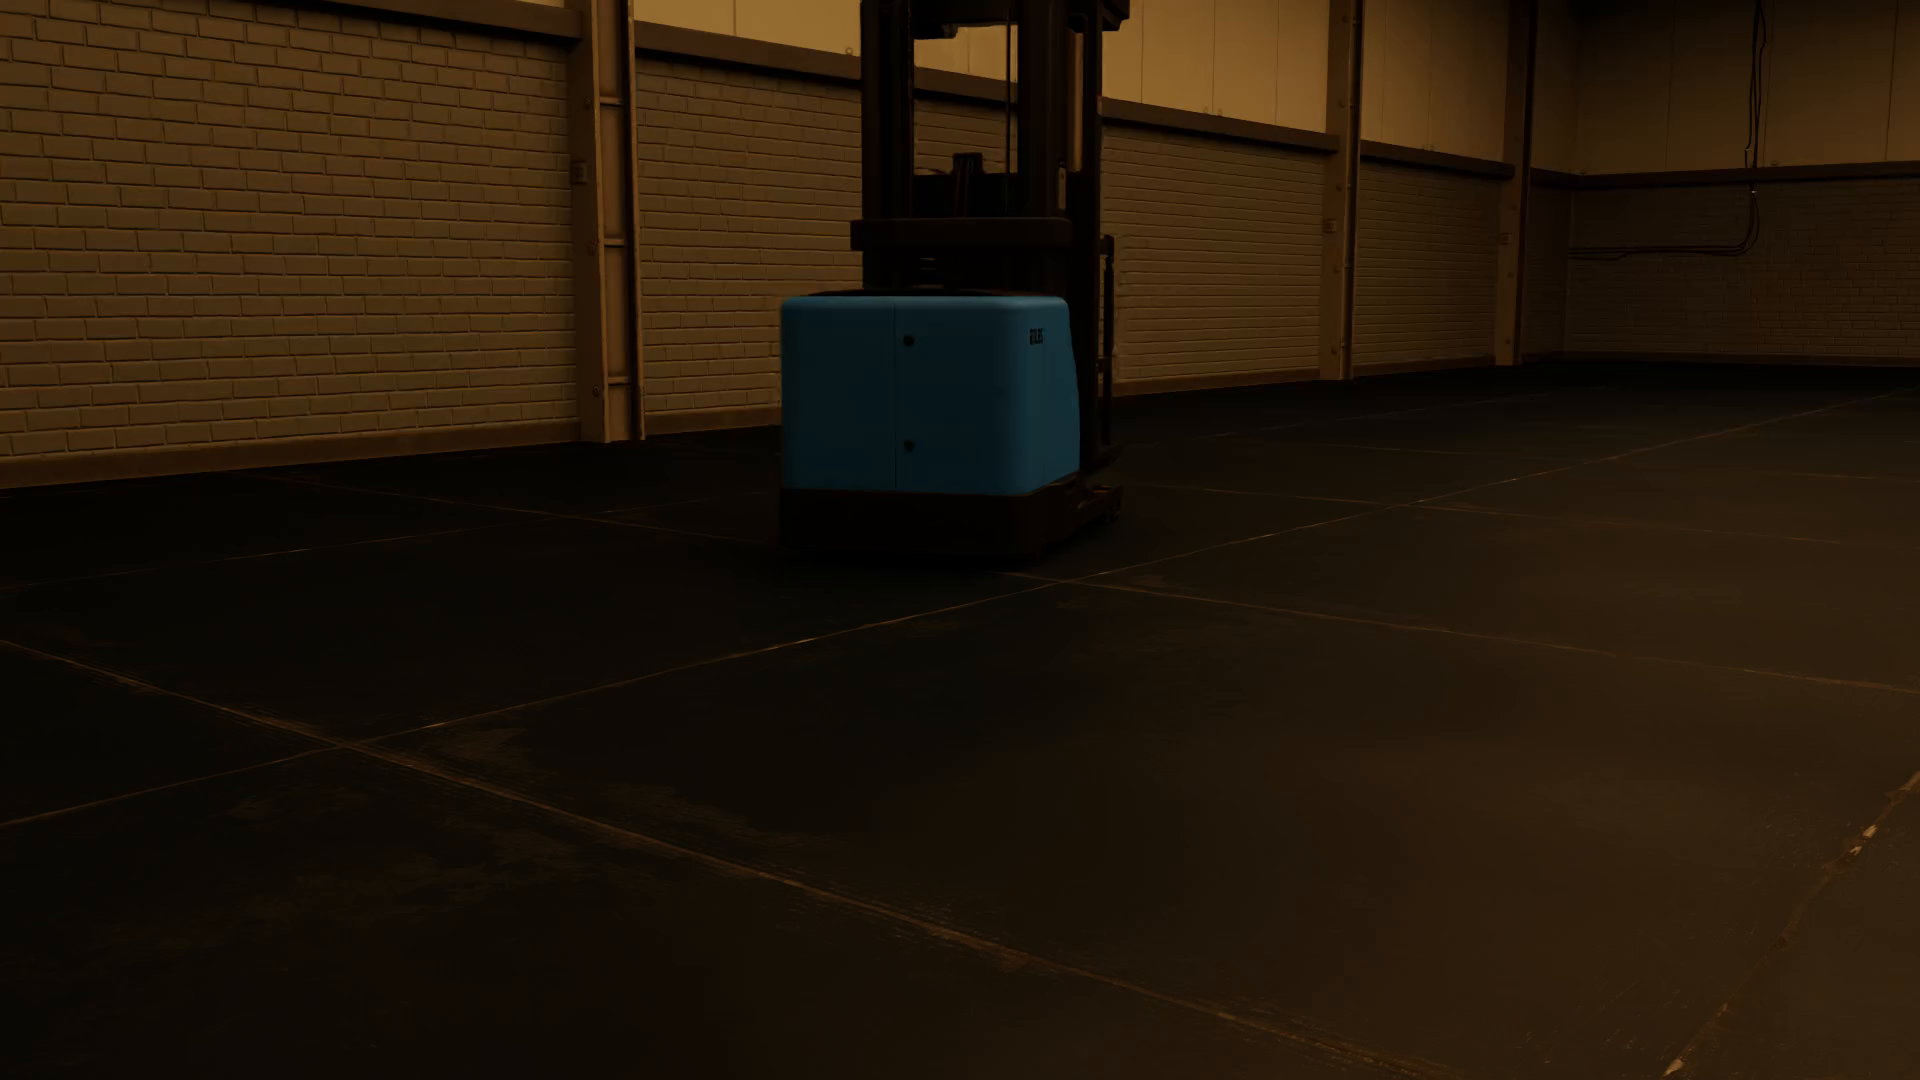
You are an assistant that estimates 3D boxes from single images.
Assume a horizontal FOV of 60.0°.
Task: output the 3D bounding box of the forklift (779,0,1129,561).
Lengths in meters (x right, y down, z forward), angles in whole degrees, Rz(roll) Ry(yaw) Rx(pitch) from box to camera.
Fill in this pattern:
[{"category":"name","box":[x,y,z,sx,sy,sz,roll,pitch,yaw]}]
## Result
[{"category":"forklift","box":[0.166,-1.540,7.809,1.130,2.935,3.031,2,9,16]}]
